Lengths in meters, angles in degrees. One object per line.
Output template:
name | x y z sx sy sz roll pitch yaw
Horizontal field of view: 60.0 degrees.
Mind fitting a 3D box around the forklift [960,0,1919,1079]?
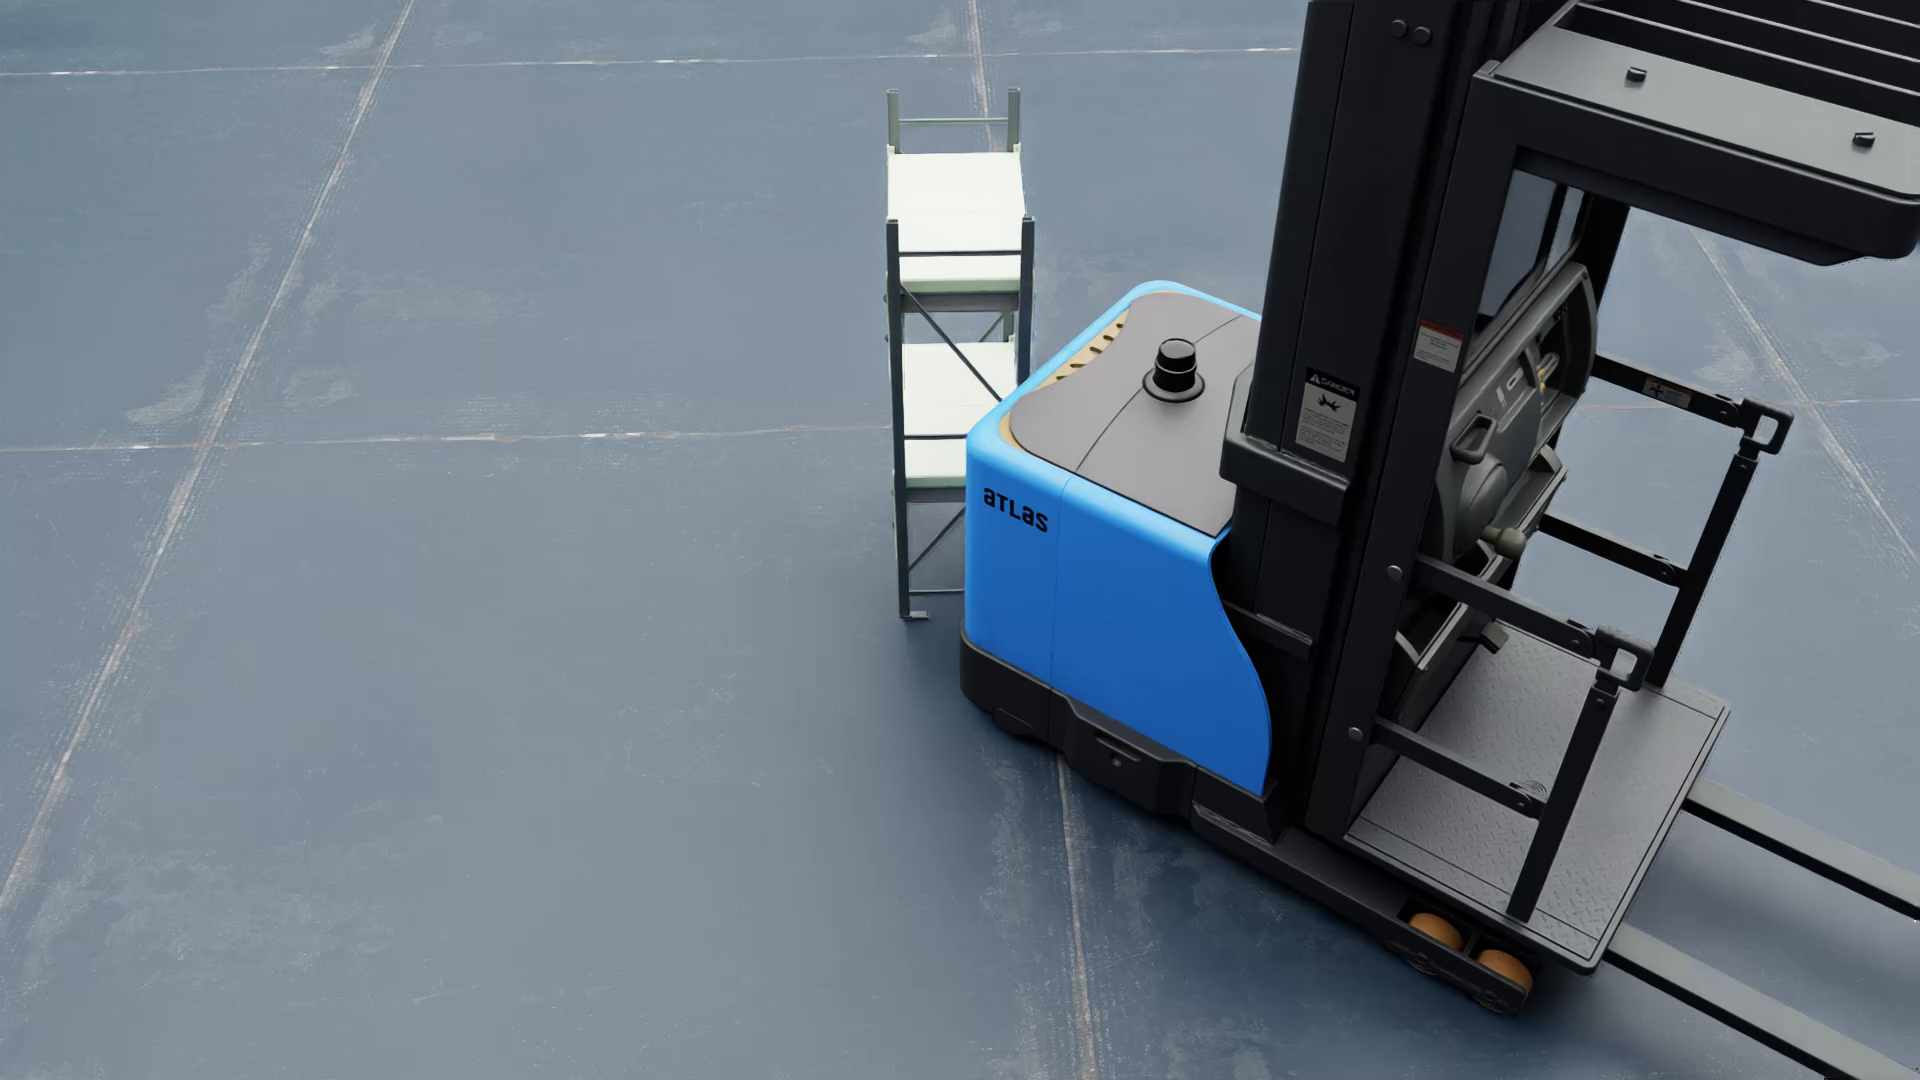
forklift | 1.487 -0.247 3.851 3.031 2.935 1.130 26 49 26

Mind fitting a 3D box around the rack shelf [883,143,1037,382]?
rack shelf | -0.009 -0.842 4.981 0.431 0.370 0.720 -1 43 -1

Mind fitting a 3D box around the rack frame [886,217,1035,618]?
rack frame | 0.001 -0.307 4.975 0.400 1.500 0.023 -1 43 -1

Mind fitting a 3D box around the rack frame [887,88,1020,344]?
rack frame | -0.019 -0.801 5.514 0.400 1.500 0.023 -1 43 -1

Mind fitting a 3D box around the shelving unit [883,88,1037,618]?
shelving unit | -0.009 -0.554 5.245 0.431 1.500 0.755 -1 43 -1

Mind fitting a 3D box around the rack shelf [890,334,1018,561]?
rack shelf | -0.009 -0.314 5.465 0.431 0.370 0.720 -1 43 -1
